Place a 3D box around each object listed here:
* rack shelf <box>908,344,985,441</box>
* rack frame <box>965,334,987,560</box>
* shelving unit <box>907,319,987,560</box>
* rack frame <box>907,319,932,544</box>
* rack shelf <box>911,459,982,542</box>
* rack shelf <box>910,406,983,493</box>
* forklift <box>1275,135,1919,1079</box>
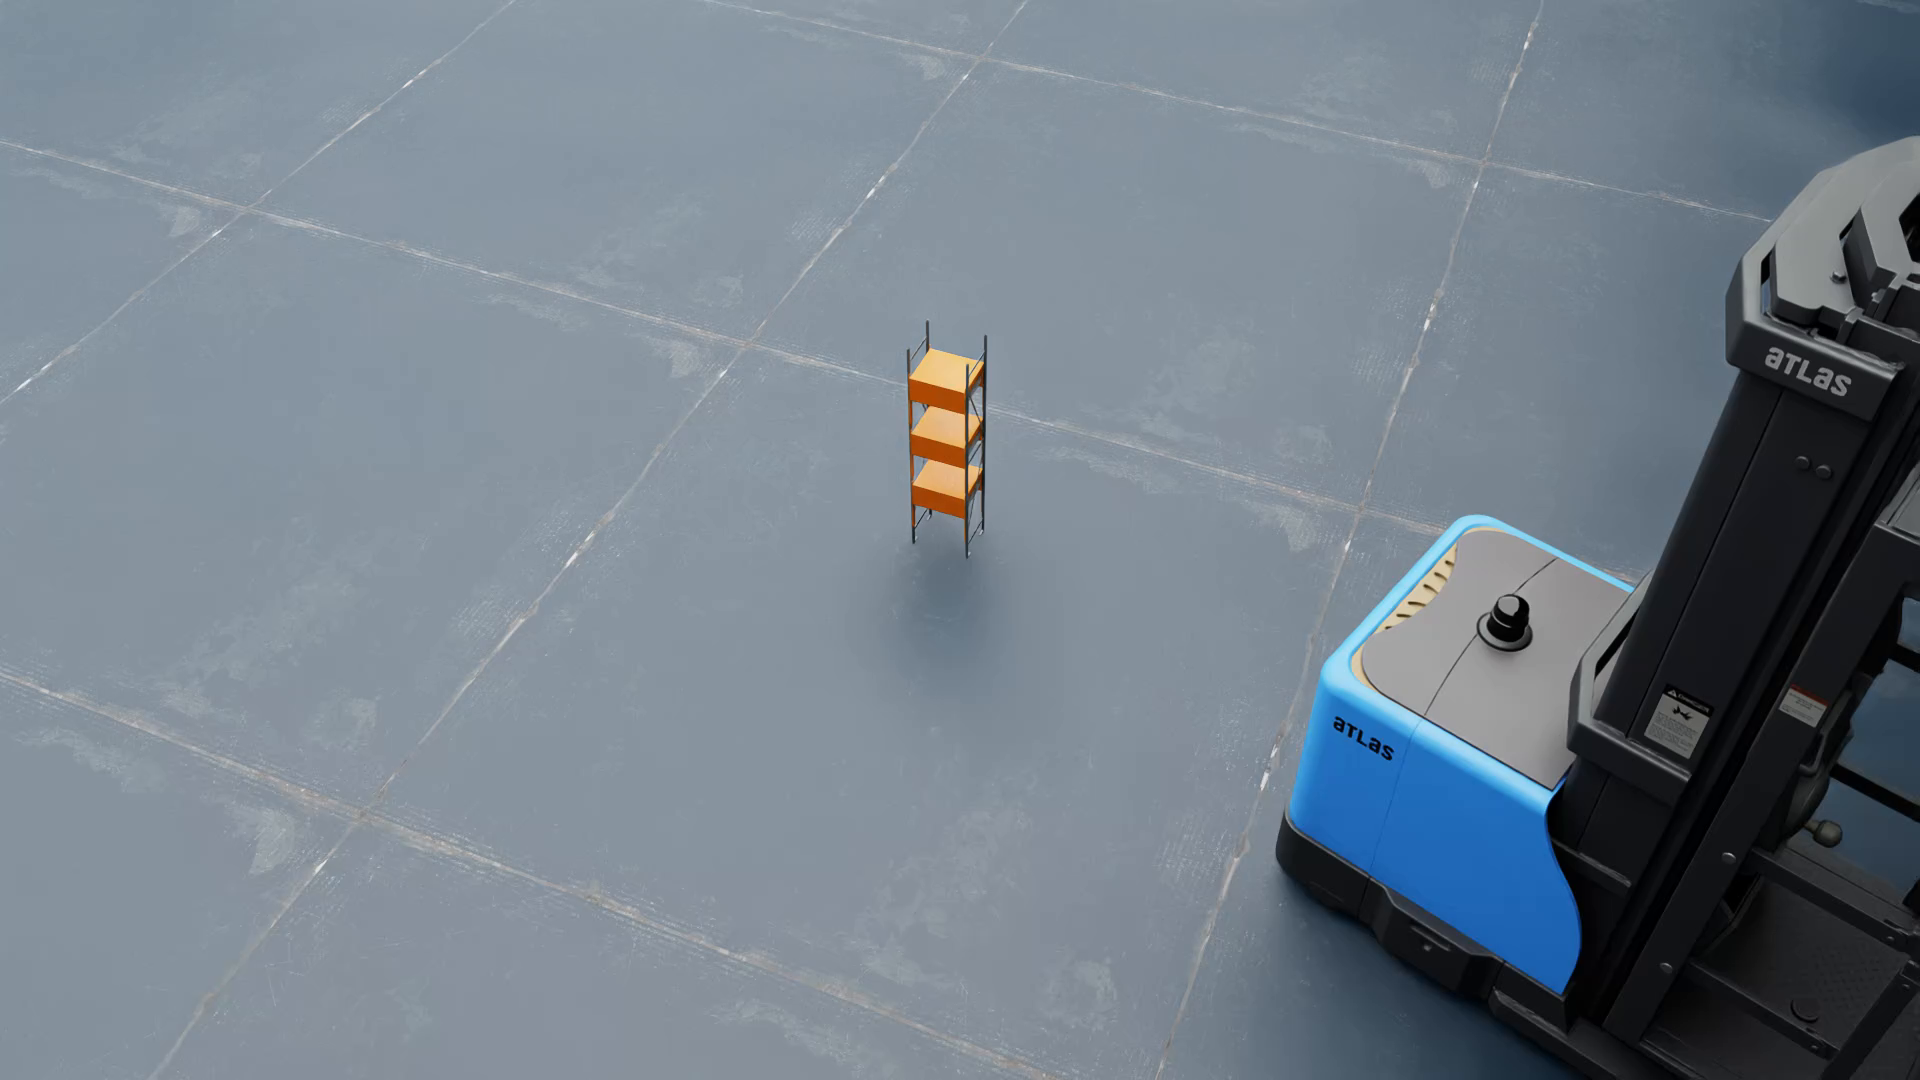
[{"bbox_3d":[-0.049,-0.580,6.541,0.240,0.259,0.215,16,47,16],"label":"rack shelf"},{"bbox_3d":[0.063,-0.354,6.700,0.008,1.050,0.200,16,47,16],"label":"rack frame"},{"bbox_3d":[-0.049,-0.387,6.733,0.252,1.050,0.215,16,47,16],"label":"shelving unit"},{"bbox_3d":[-0.162,-0.420,6.767,0.008,1.050,0.200,16,47,16],"label":"rack frame"},{"bbox_3d":[-0.049,-0.182,6.937,0.240,0.259,0.215,16,47,16],"label":"rack shelf"},{"bbox_3d":[-0.049,-0.379,6.741,0.240,0.259,0.215,16,47,16],"label":"rack shelf"},{"bbox_3d":[2.562,0.544,4.465,3.031,2.935,1.130,31,53,27],"label":"forklift"}]
